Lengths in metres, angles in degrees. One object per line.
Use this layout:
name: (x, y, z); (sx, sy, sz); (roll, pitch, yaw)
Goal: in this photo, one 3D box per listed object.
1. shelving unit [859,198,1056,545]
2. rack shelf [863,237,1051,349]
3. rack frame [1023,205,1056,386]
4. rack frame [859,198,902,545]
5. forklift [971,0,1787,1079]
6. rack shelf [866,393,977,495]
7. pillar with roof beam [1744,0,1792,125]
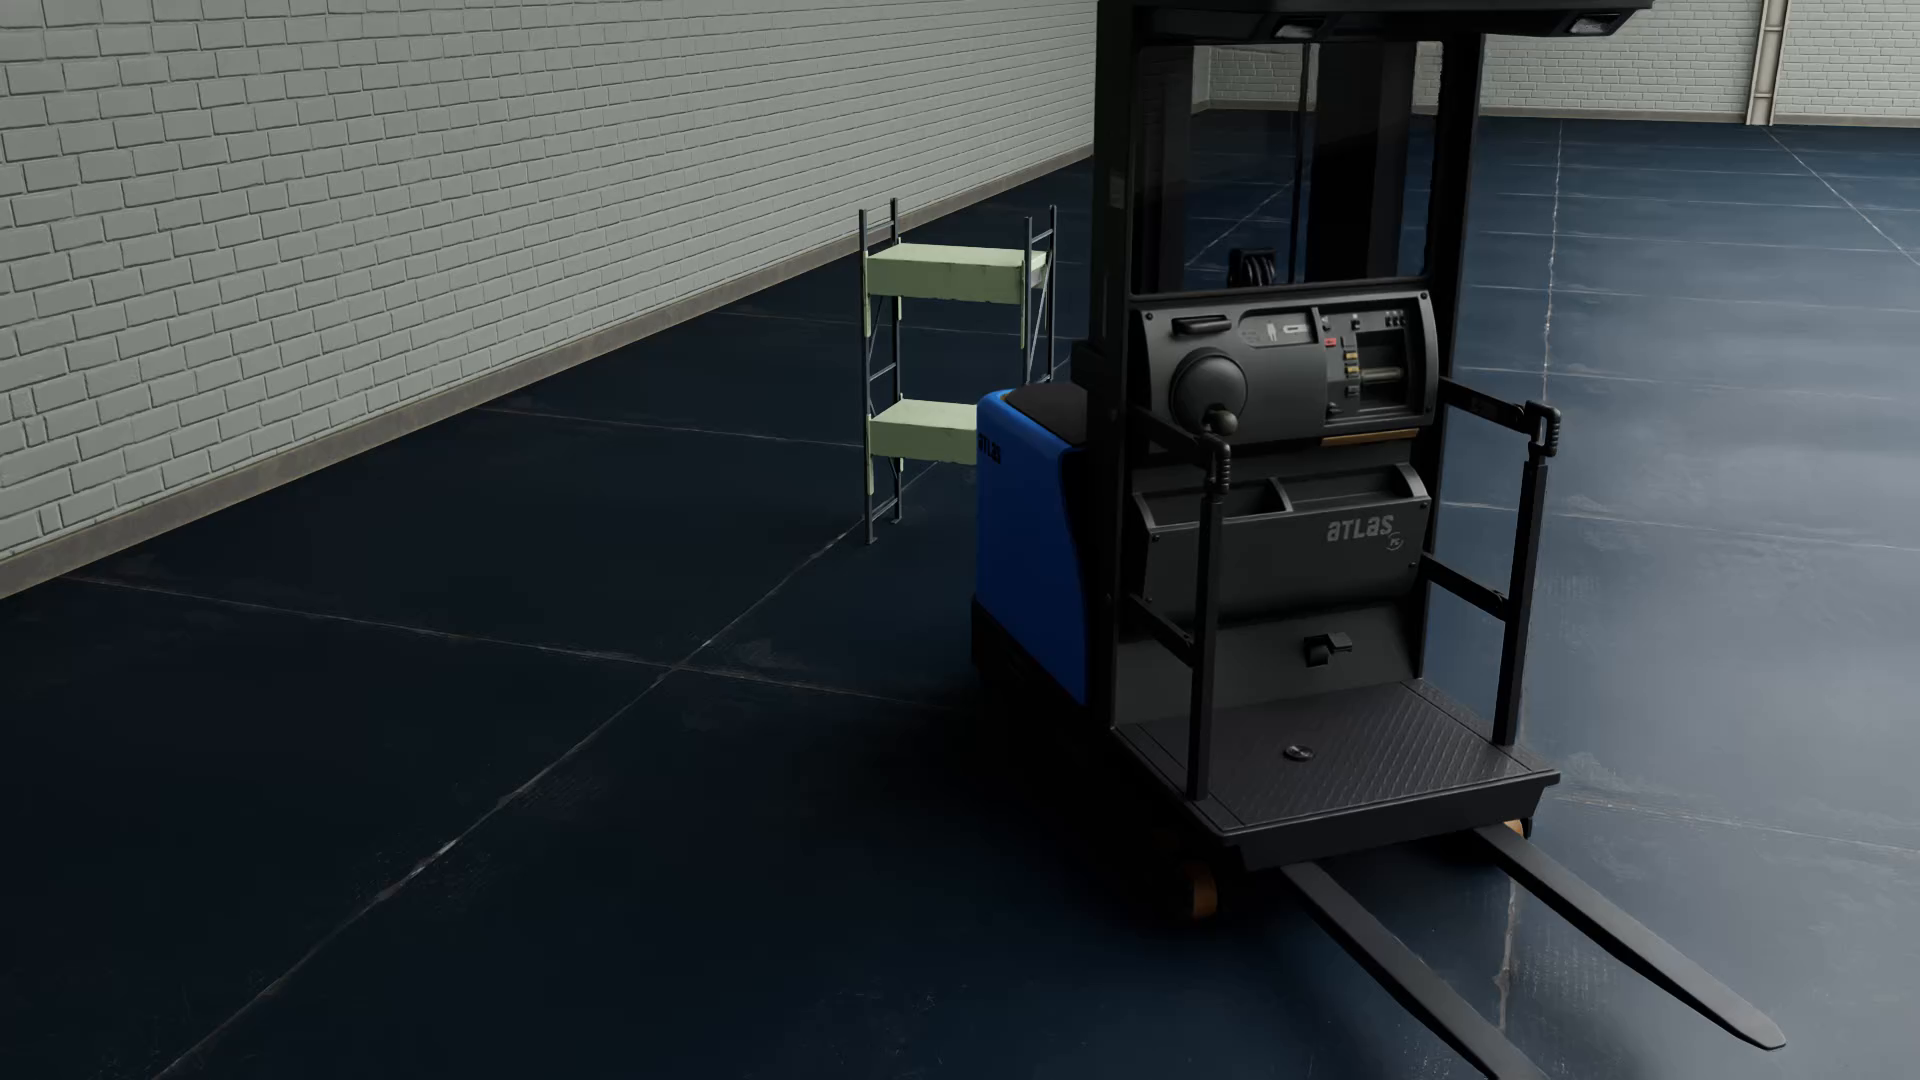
shelving unit: (-0.006, -0.709, 7.331); (0.755, 1.500, 0.431); (7, 20, 18)
rack shelf: (-0.006, -1.077, 7.203); (0.720, 0.370, 0.431); (7, 20, 18)
rack frame: (0.339, -0.669, 7.218); (0.023, 1.500, 0.400); (7, 20, 18)
rack frame: (-0.352, -0.748, 7.445); (0.023, 1.500, 0.400); (7, 20, 18)
forklift: (1.016, -0.488, 4.523); (1.130, 2.935, 3.031); (-7, 20, -19)
rack shelf: (-0.006, -0.401, 7.439); (0.720, 0.370, 0.431); (7, 20, 18)
pillar with roof beam: (11.459, -9.617, 21.493); (0.400, 9.000, 9.100); (7, 20, 18)
